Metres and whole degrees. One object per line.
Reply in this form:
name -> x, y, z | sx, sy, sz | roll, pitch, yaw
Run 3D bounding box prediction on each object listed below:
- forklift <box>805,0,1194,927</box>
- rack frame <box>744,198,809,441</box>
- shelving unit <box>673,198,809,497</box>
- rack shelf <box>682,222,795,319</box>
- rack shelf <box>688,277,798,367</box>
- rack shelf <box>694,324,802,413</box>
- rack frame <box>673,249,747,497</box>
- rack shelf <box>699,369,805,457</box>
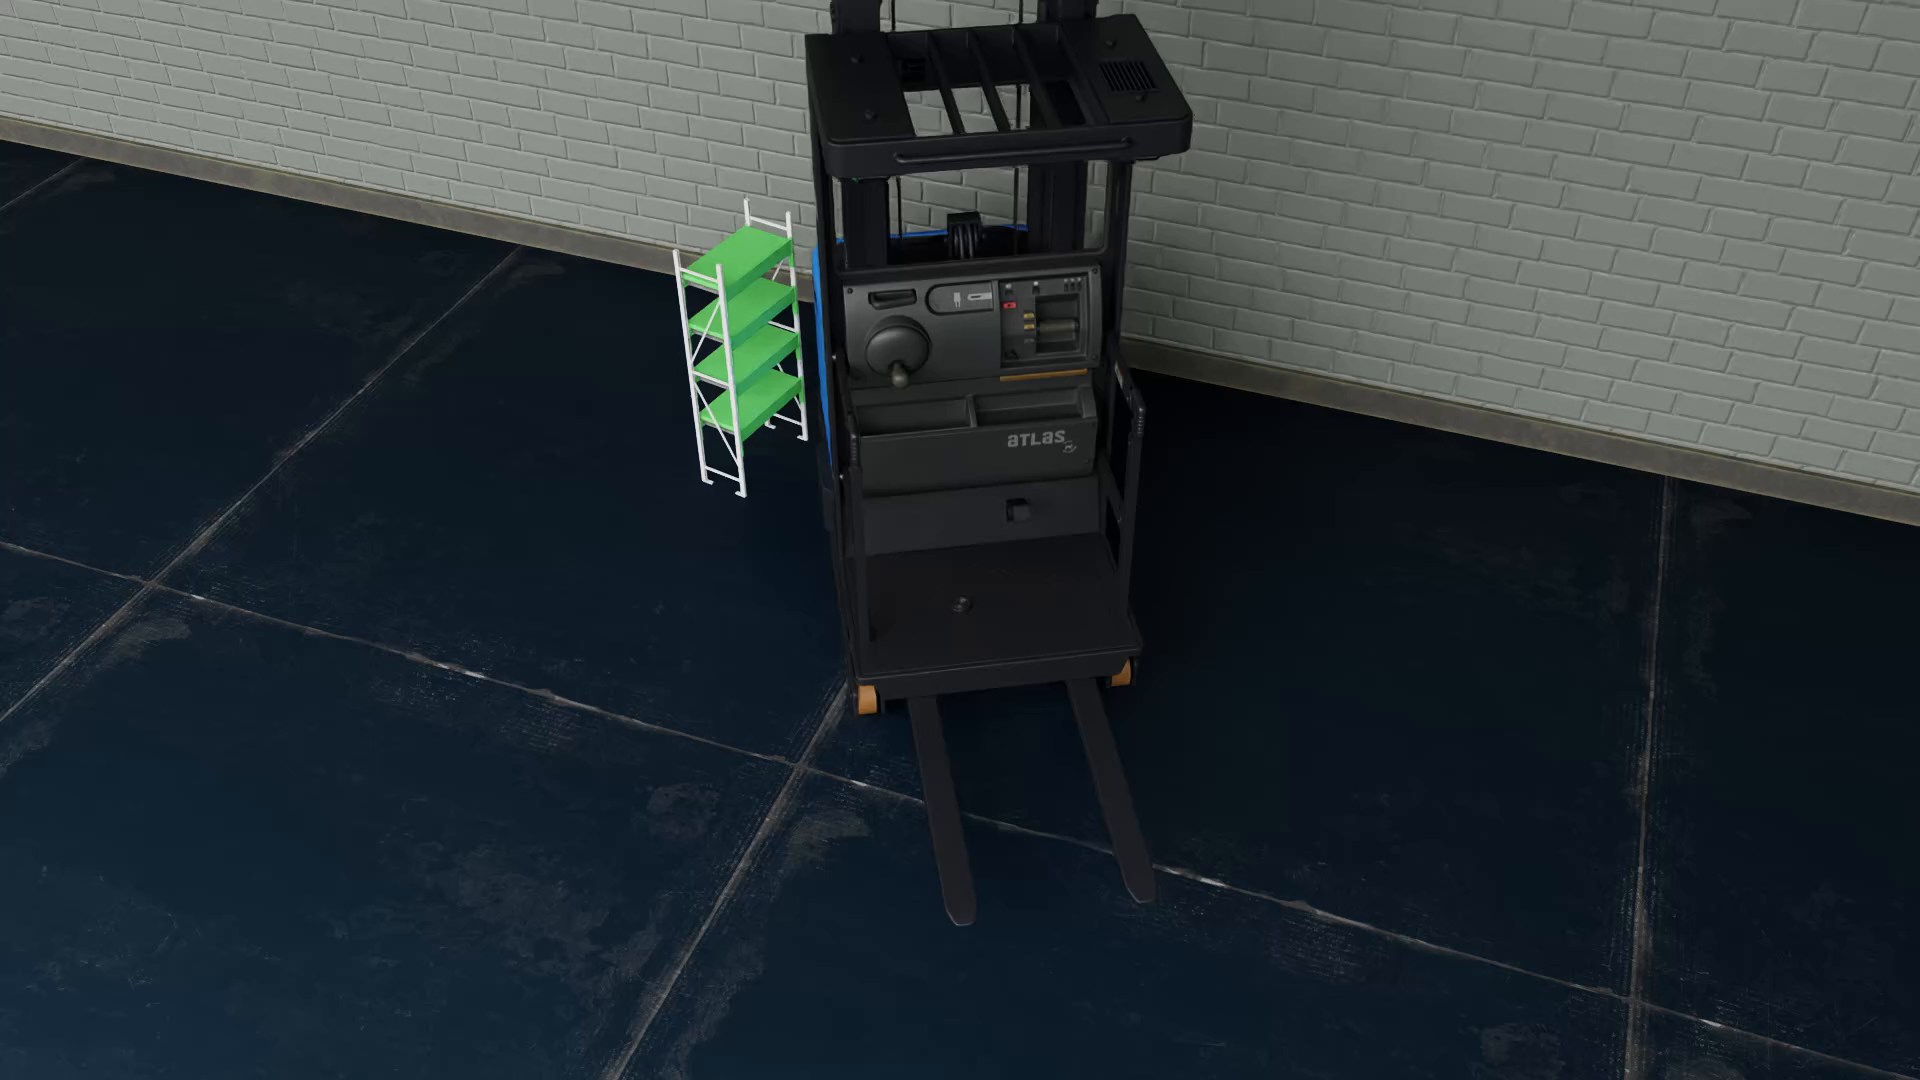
forklift -> 0.086, -0.689, 5.800 | 1.130, 2.935, 3.031 | -6, 41, -7
rack frame -> -0.818, -0.963, 7.455 | 0.240, 1.200, 0.015 | 21, 45, 23
shelving unit -> -0.942, -0.827, 7.295 | 0.258, 1.200, 0.503 | 21, 45, 23
rack shelf -> -0.942, -1.143, 7.025 | 0.258, 0.148, 0.480 | 21, 45, 23
rack shelf -> -0.942, -0.961, 7.180 | 0.258, 0.148, 0.480 | 21, 45, 23
rack shelf -> -0.942, -0.778, 7.336 | 0.258, 0.148, 0.480 | 21, 45, 23
rack frame -> -1.066, -0.690, 7.135 | 0.240, 1.200, 0.015 | 21, 45, 23
rack shelf -> -0.942, -0.596, 7.492 | 0.258, 0.148, 0.480 | 21, 45, 23
